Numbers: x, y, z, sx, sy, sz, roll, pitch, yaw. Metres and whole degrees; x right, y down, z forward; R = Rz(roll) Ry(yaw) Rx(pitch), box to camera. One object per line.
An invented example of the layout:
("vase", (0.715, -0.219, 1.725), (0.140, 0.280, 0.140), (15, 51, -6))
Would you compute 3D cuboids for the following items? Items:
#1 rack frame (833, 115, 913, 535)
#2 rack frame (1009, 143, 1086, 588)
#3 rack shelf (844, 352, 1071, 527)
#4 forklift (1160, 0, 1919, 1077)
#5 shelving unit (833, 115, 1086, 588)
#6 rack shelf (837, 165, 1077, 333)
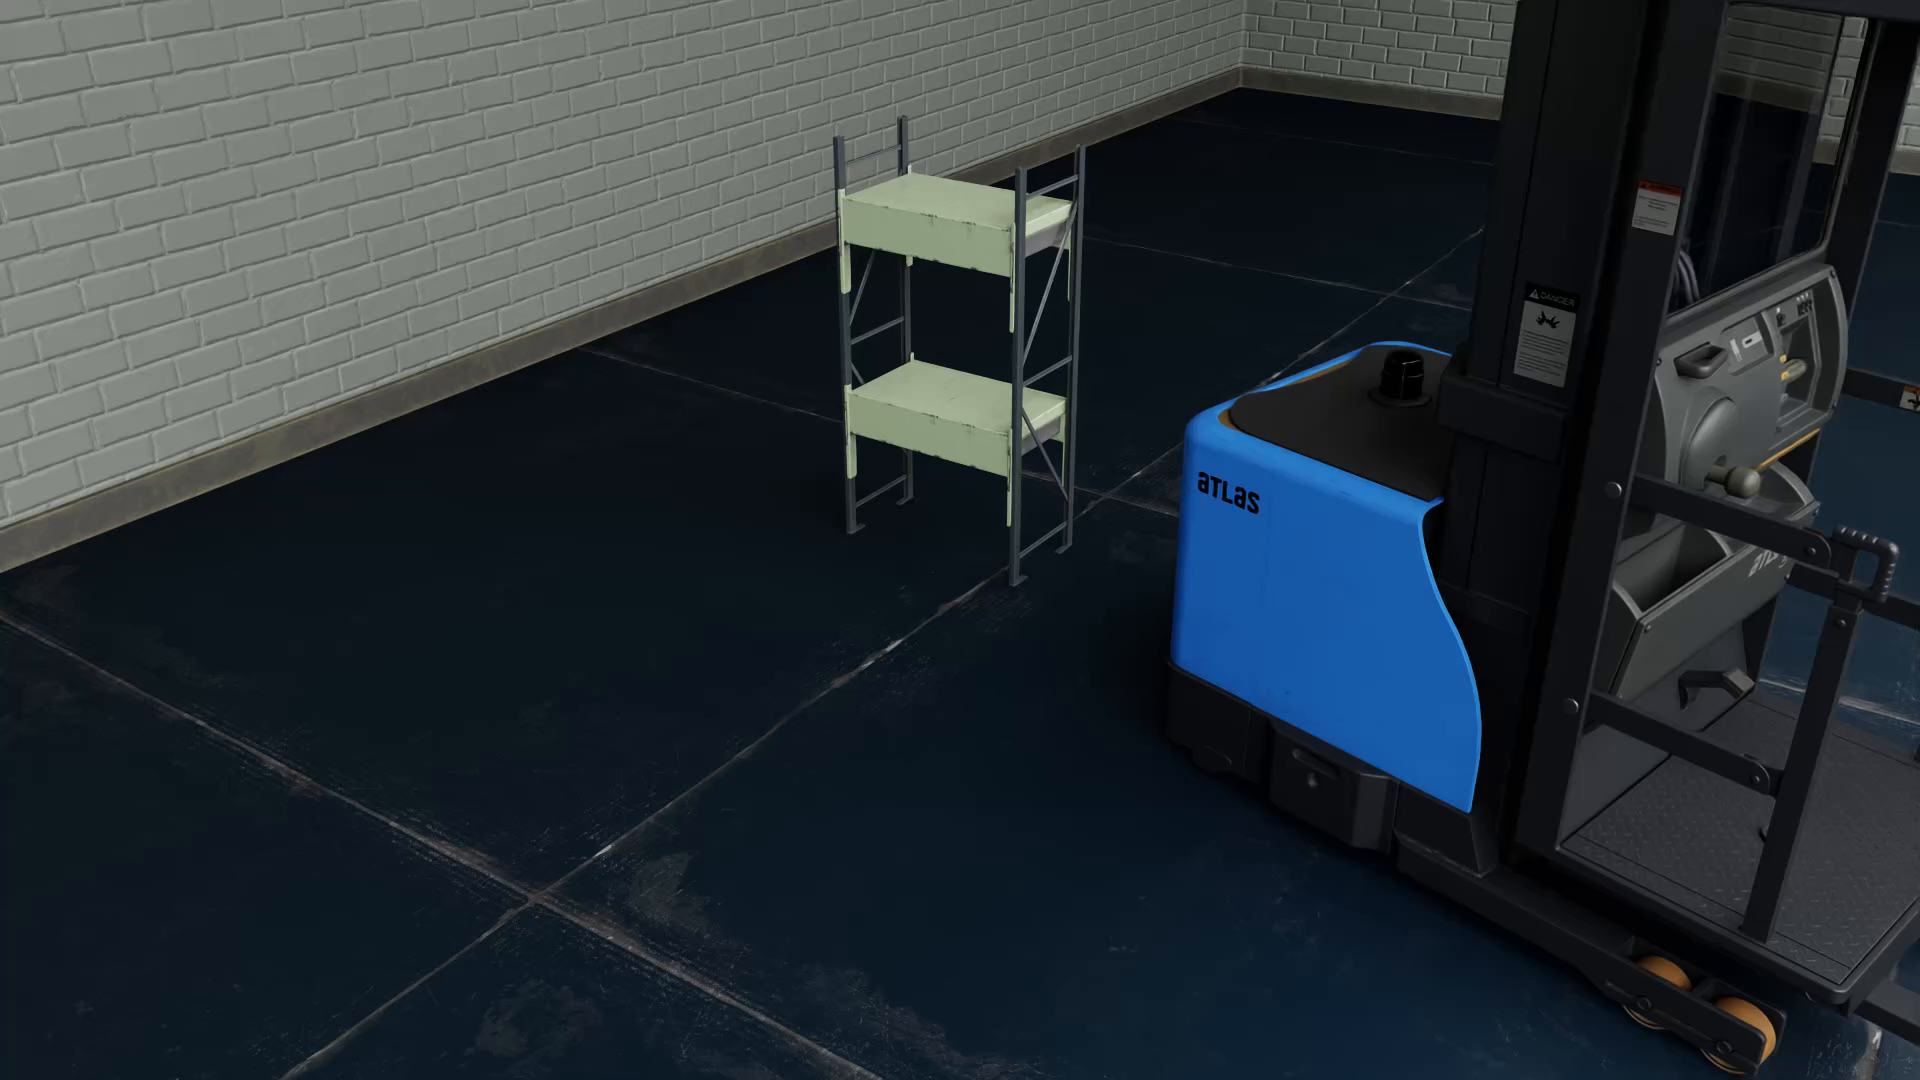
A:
("rack frame", (-0.307, -0.764, 6.098), (0.023, 1.500, 0.400), (17, 32, 30))
("rack frame", (0.296, -0.576, 5.729), (0.023, 1.500, 0.400), (17, 32, 30))
("rack shelf", (-0.006, -0.380, 6.061), (0.720, 0.370, 0.431), (17, 32, 30))
("forklift", (1.966, -0.341, 3.689), (1.130, 2.935, 3.031), (-23, 35, -37))
("shelving unit", (-0.006, -0.670, 5.913), (0.755, 1.500, 0.431), (17, 32, 30))
("rack shelf", (-0.006, -1.018, 5.736), (0.720, 0.370, 0.431), (17, 32, 30))
